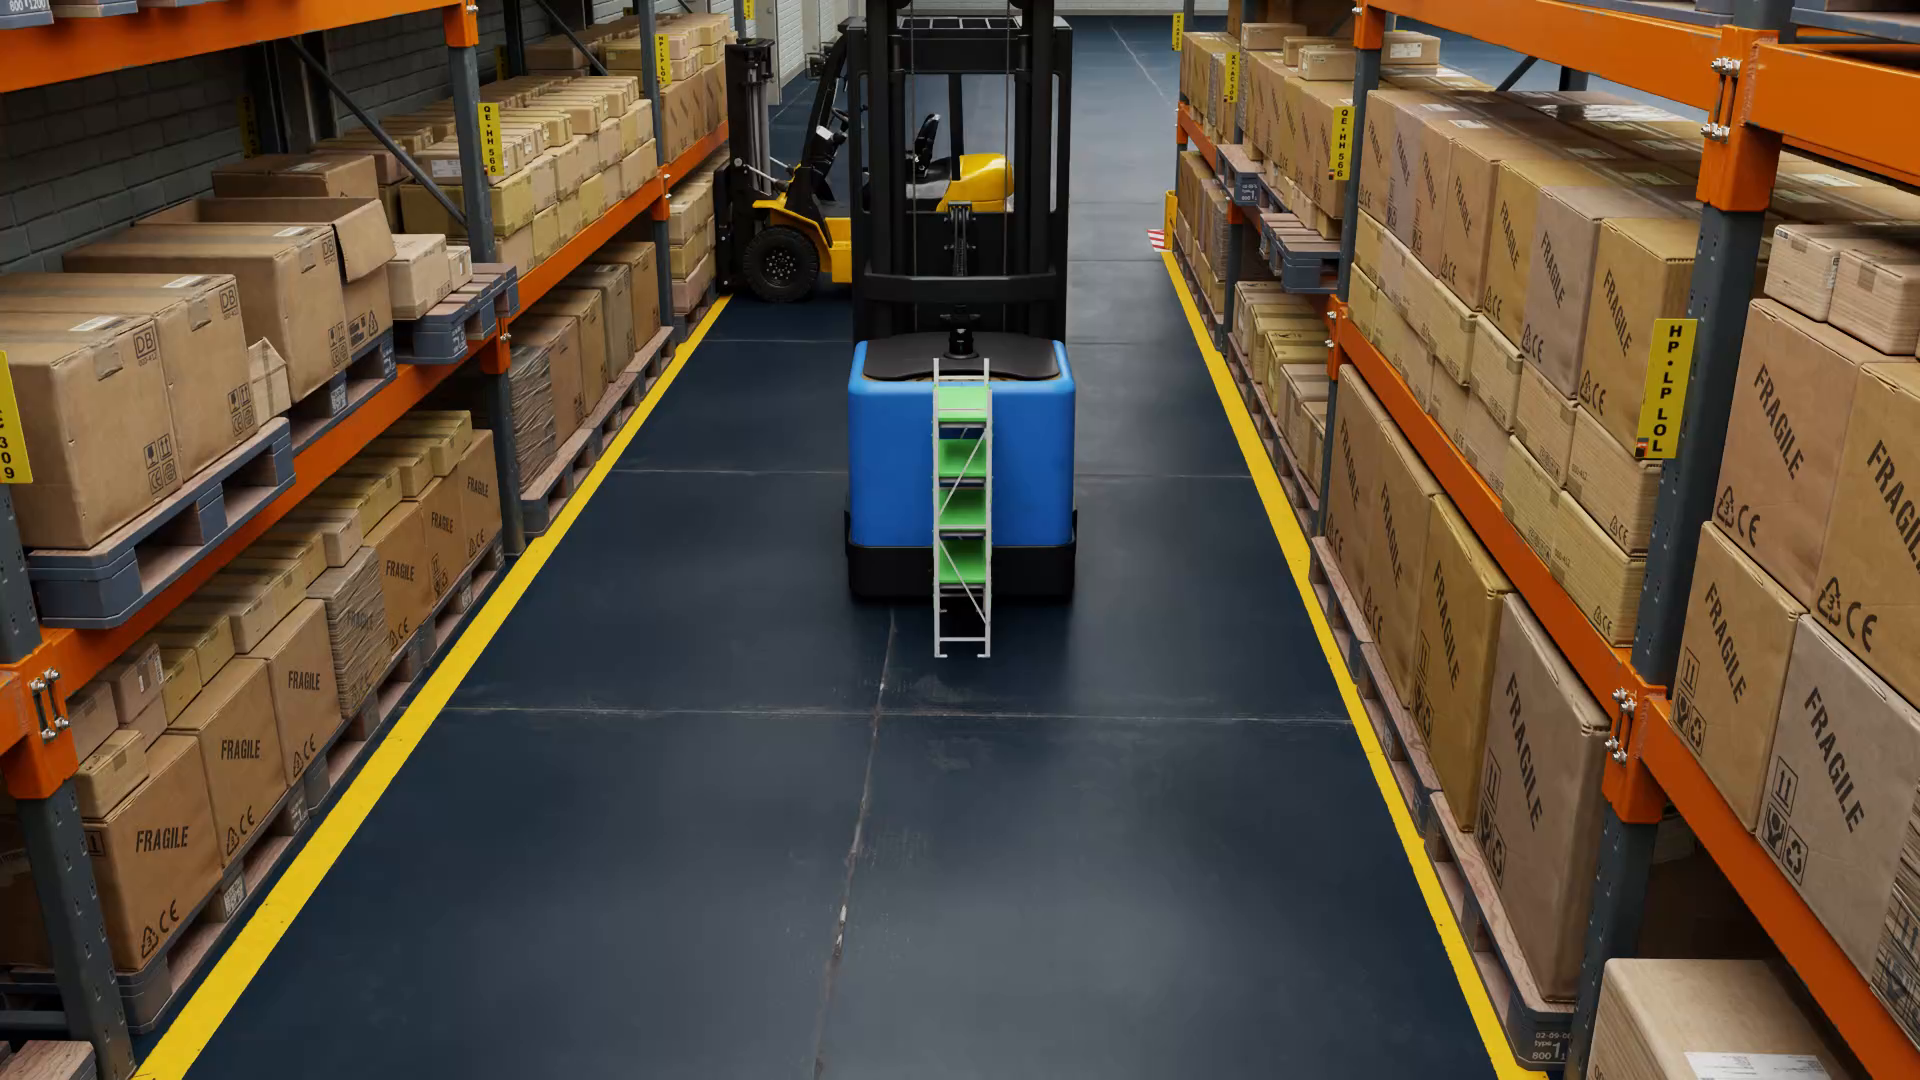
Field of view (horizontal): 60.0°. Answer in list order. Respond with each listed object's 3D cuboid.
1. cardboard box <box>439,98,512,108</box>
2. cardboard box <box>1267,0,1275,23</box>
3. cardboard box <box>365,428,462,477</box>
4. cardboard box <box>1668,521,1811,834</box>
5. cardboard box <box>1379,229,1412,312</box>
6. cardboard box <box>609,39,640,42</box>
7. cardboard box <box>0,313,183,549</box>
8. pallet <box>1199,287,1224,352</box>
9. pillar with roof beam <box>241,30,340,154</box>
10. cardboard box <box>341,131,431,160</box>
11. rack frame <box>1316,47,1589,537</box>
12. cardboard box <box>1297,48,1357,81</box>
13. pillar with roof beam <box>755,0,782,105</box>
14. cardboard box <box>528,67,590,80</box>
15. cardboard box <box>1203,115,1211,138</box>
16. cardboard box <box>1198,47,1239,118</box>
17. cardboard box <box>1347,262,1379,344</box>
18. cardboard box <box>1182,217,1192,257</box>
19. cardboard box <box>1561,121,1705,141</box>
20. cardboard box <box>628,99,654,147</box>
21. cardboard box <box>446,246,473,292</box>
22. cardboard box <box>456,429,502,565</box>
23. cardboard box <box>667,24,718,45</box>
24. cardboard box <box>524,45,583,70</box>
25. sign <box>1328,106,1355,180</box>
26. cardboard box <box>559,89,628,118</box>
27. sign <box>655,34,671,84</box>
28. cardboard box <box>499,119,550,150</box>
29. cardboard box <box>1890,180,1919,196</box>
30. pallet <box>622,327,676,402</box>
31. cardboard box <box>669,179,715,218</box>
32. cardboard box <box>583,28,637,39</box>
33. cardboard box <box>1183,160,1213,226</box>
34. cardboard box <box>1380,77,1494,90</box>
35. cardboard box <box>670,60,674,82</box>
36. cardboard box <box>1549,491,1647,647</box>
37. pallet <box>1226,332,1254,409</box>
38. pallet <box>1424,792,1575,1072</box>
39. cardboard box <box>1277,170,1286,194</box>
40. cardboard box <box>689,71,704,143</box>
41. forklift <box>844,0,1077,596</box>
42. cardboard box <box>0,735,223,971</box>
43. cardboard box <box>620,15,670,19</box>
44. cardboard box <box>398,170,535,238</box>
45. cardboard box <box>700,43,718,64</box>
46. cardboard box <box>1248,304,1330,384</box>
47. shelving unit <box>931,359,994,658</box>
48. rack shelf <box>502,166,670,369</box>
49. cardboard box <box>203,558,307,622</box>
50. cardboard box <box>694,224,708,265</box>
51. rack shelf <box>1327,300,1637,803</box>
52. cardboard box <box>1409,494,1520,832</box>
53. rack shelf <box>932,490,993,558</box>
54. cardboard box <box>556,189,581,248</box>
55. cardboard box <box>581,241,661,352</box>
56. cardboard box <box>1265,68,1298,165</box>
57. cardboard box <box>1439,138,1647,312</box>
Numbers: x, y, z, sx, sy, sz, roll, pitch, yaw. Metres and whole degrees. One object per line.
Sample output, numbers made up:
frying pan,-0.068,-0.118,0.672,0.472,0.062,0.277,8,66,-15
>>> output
cardboard box,-2.890,-2.545,9.907,0.380,0.149,0.250,0,21,1
cardboard box,2.698,-3.902,12.507,0.700,0.500,0.500,0,21,0
cardboard box,-2.434,-0.387,7.359,0.380,0.149,0.250,0,21,-1
cardboard box,1.869,0.285,3.510,0.500,0.500,0.500,1,21,3
cardboard box,1.988,-1.078,6.676,0.500,0.250,0.500,1,21,3
cardboard box,-2.351,-3.569,12.134,0.380,0.149,0.250,0,21,1
cardboard box,-2.578,-0.304,4.446,0.700,0.500,0.500,1,21,3
pallet,2.373,-1.671,12.544,1.003,0.211,1.213,1,21,2
pillar with roof beam,0.747,-4.566,7.856,9.100,9.000,0.400,1,21,2
cardboard box,-2.922,-1.993,8.483,0.380,0.149,0.250,1,21,2
rack frame,2.267,-1.282,7.686,1.000,3.000,0.127,1,21,2
cardboard box,2.034,-2.560,8.953,0.380,0.149,0.250,0,21,-1
pillar with roof beam,1.294,-11.074,24.629,9.100,9.000,0.400,1,21,2
cardboard box,-2.820,-3.249,11.722,0.380,0.149,0.250,1,21,1
cardboard box,2.130,-3.283,13.192,0.380,0.149,0.250,1,21,2
cardboard box,2.184,-3.636,13.203,0.500,0.500,0.500,0,21,1
cardboard box,2.000,-1.038,7.264,0.500,0.250,0.500,0,21,1
cardboard box,2.186,-2.615,14.343,0.500,0.250,0.500,1,21,4
cardboard box,2.483,-1.240,6.057,0.500,0.500,0.500,1,21,2
cardboard box,-2.333,-2.764,11.022,0.500,0.250,0.500,0,21,0
cardboard box,-2.331,-1.172,7.169,0.380,0.149,0.250,1,21,3
cardboard box,-2.493,-0.210,7.799,0.500,0.500,0.500,1,21,3
cardboard box,-2.190,-4.121,13.557,0.380,0.149,0.250,1,21,3
cardboard box,-2.866,-3.388,11.667,0.380,0.149,0.250,1,21,2
sign,1.724,-1.787,7.497,0.100,0.325,0.005,1,21,2
cardboard box,-2.287,-2.726,10.374,0.380,0.149,0.250,0,21,0
sign,-2.031,-3.282,11.349,0.100,0.325,0.005,1,21,2
cardboard box,-2.429,-2.172,8.944,0.380,0.149,0.250,1,21,2
cardboard box,7.428,-2.142,12.259,0.875,0.875,0.875,1,21,2
pallet,-2.557,-1.215,11.367,1.003,0.211,1.213,1,21,2
cardboard box,-2.216,-2.698,13.173,0.500,0.250,0.500,1,21,3
cardboard box,-2.755,-3.942,13.095,0.380,0.149,0.250,1,21,3
cardboard box,2.197,-2.951,14.173,0.500,0.500,0.500,0,21,0
cardboard box,2.530,-2.204,8.931,0.500,0.500,0.500,1,21,3
cardboard box,-2.314,-3.431,12.189,0.380,0.149,0.250,1,21,2
cardboard box,1.907,0.069,4.411,0.500,0.250,0.500,0,21,0
pallet,2.366,-1.147,11.192,1.003,0.211,1.213,1,21,2
pallet,2.093,1.185,5.184,1.003,0.211,1.213,1,21,2
cardboard box,2.009,-2.043,9.413,0.380,0.149,0.250,0,21,0
cardboard box,-2.285,-3.357,12.896,0.500,0.500,0.500,0,21,1
forklift,-0.006,-1.592,8.579,1.130,2.935,3.031,0,21,-1
cardboard box,-2.577,0.908,4.916,0.500,0.500,0.500,2,21,4
cardboard box,-2.746,-4.501,14.536,0.380,0.149,0.250,1,21,3
cardboard box,-2.412,-1.656,8.166,0.500,0.250,0.500,1,21,2
cardboard box,-2.197,-3.984,13.615,0.380,0.149,0.250,1,21,2
cardboard box,2.356,-1.249,10.654,0.950,0.372,0.625,2,21,5
shelving unit,0.008,-0.140,7.232,0.258,1.200,0.503,0,21,0
rack shelf,-2.634,-1.723,9.817,1.077,0.370,4.000,1,21,2
cardboard box,-2.563,0.179,5.900,0.380,0.149,0.250,1,21,4
cardboard box,-2.237,-2.282,12.793,0.500,0.250,0.500,1,21,1
rack shelf,2.206,-0.223,5.952,1.077,0.370,4.000,1,21,2
cardboard box,2.104,0.408,5.689,0.875,0.875,0.875,1,21,3
rack shelf,0.008,-0.081,7.255,0.258,0.148,0.480,0,21,0
cardboard box,-2.408,-1.791,9.205,0.500,0.250,0.500,0,21,0
cardboard box,-2.578,-1.681,11.417,0.875,0.625,0.625,2,21,4
cardboard box,2.039,-2.397,9.430,0.500,0.500,0.500,0,21,-1
cardboard box,1.952,-1.070,5.620,0.500,0.500,0.500,1,21,2
